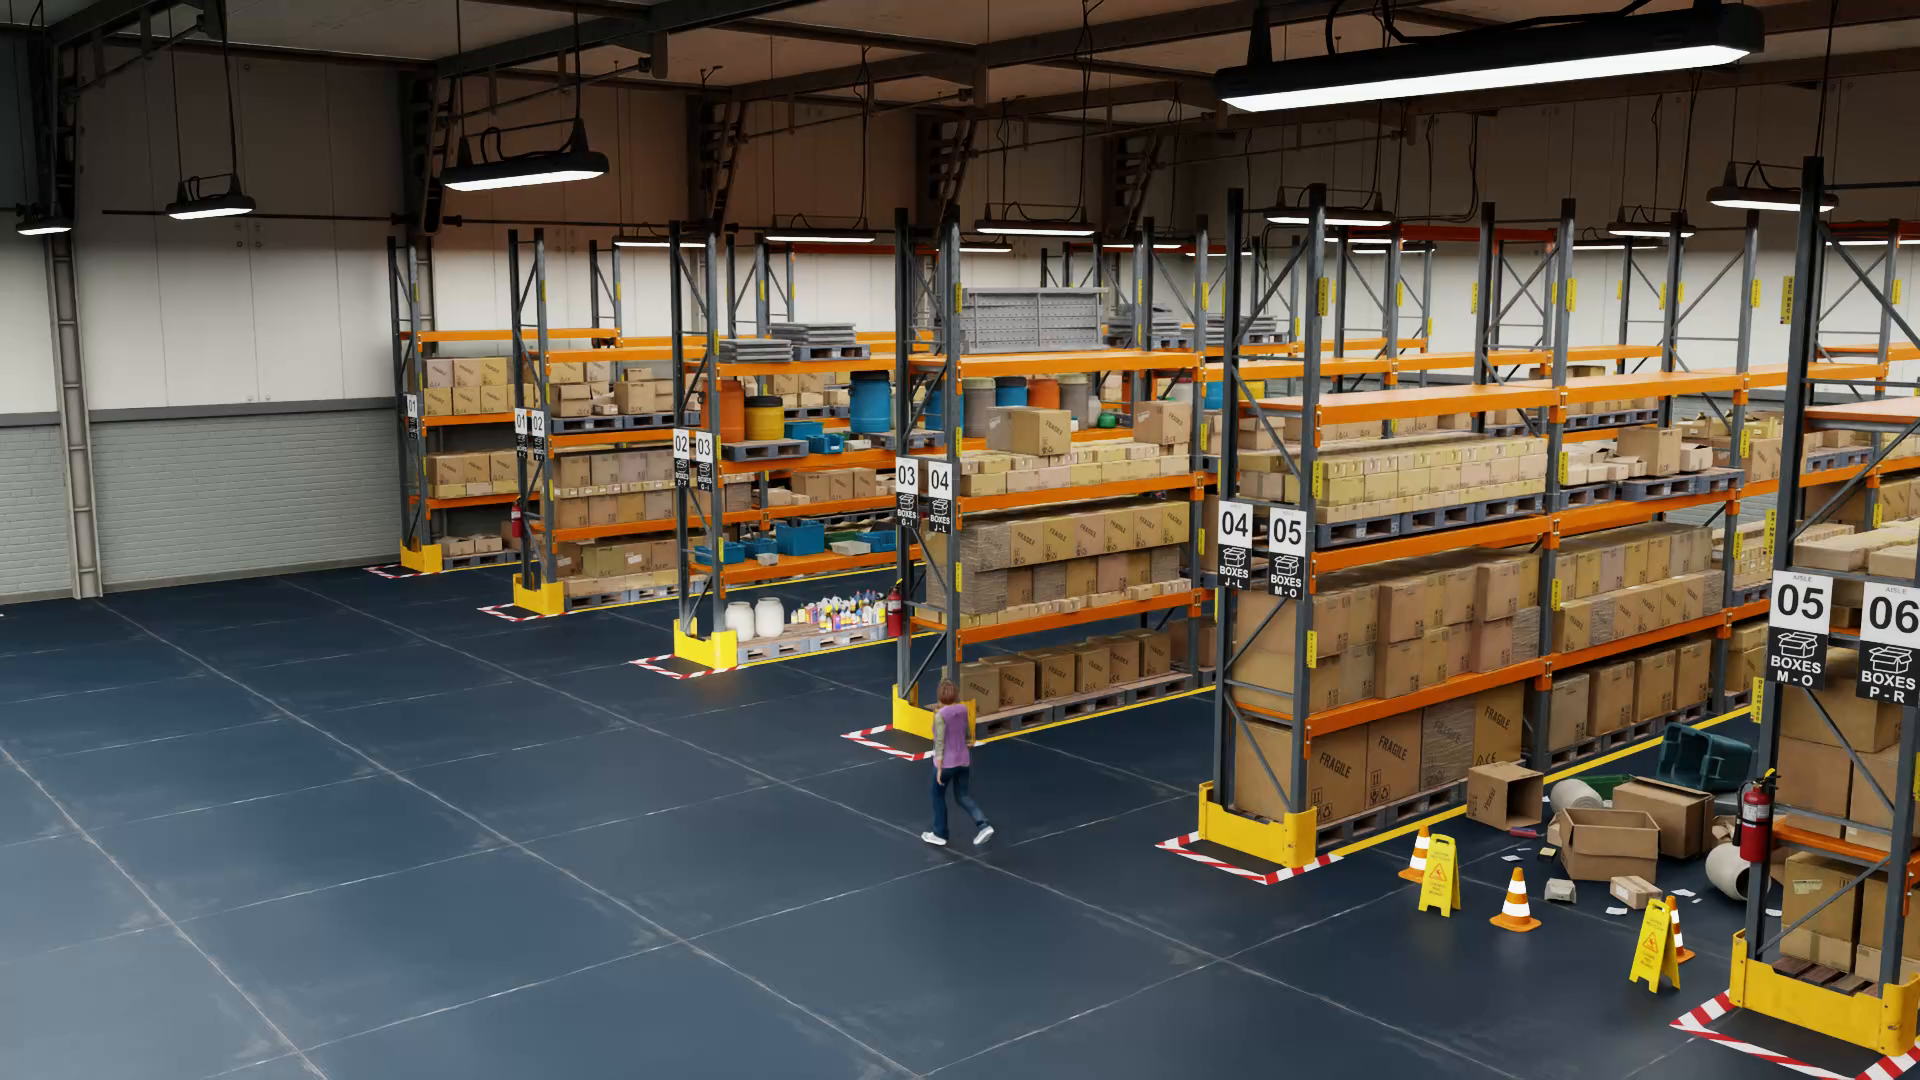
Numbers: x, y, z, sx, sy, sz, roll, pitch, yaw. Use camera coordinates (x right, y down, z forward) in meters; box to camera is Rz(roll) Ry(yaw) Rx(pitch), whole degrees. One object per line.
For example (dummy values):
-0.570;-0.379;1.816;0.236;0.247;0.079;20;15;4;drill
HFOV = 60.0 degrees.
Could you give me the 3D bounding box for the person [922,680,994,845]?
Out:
-0.022;2.068;15.199;0.430;1.550;0.819;-8;12;-44;person
